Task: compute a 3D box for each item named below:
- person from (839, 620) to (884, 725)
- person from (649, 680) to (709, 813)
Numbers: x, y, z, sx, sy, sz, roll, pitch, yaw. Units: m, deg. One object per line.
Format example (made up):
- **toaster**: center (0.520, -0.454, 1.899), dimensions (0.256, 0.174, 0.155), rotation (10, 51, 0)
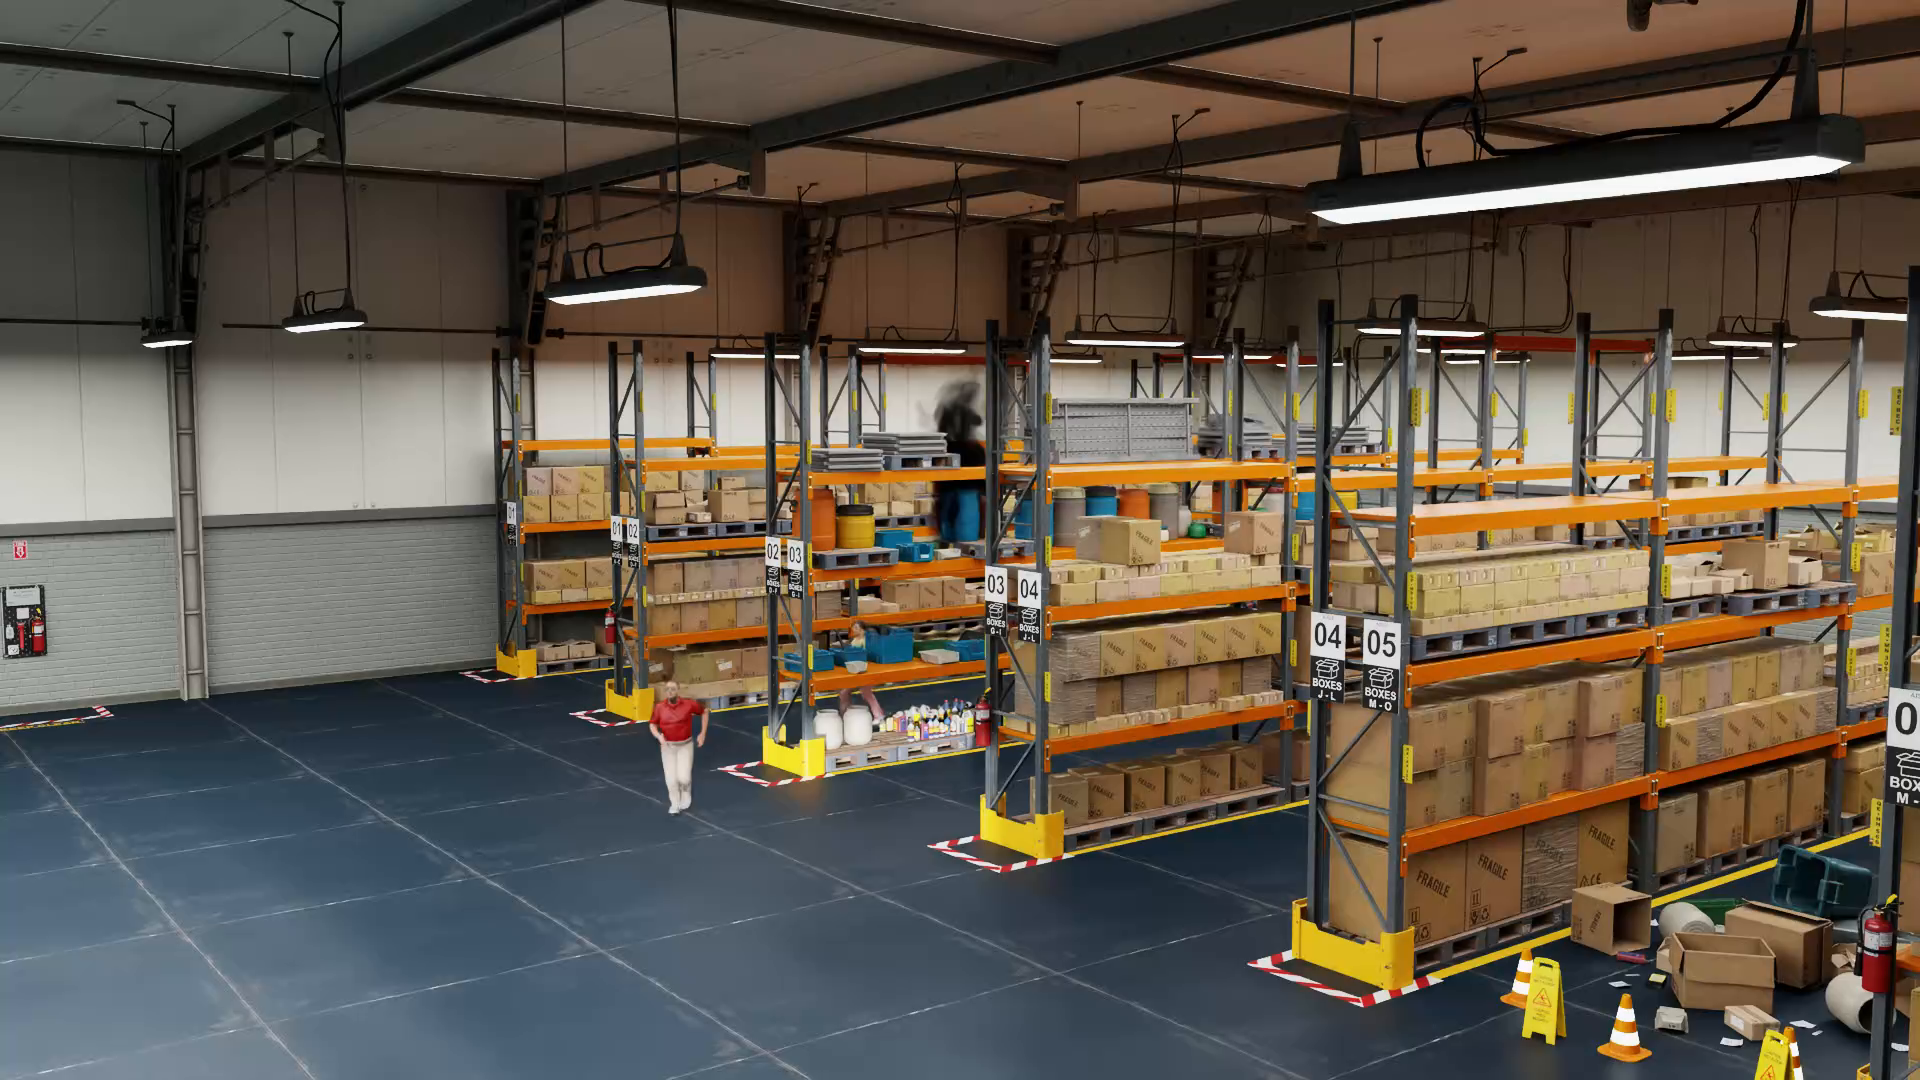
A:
- **person**: center (-1.531, 2.081, 25.517), dimensions (0.830, 1.711, 0.552), rotation (-4, 7, -40)
- **person**: center (-3.441, 2.541, 20.249), dimensions (0.685, 1.677, 0.743), rotation (0, 5, 3)
